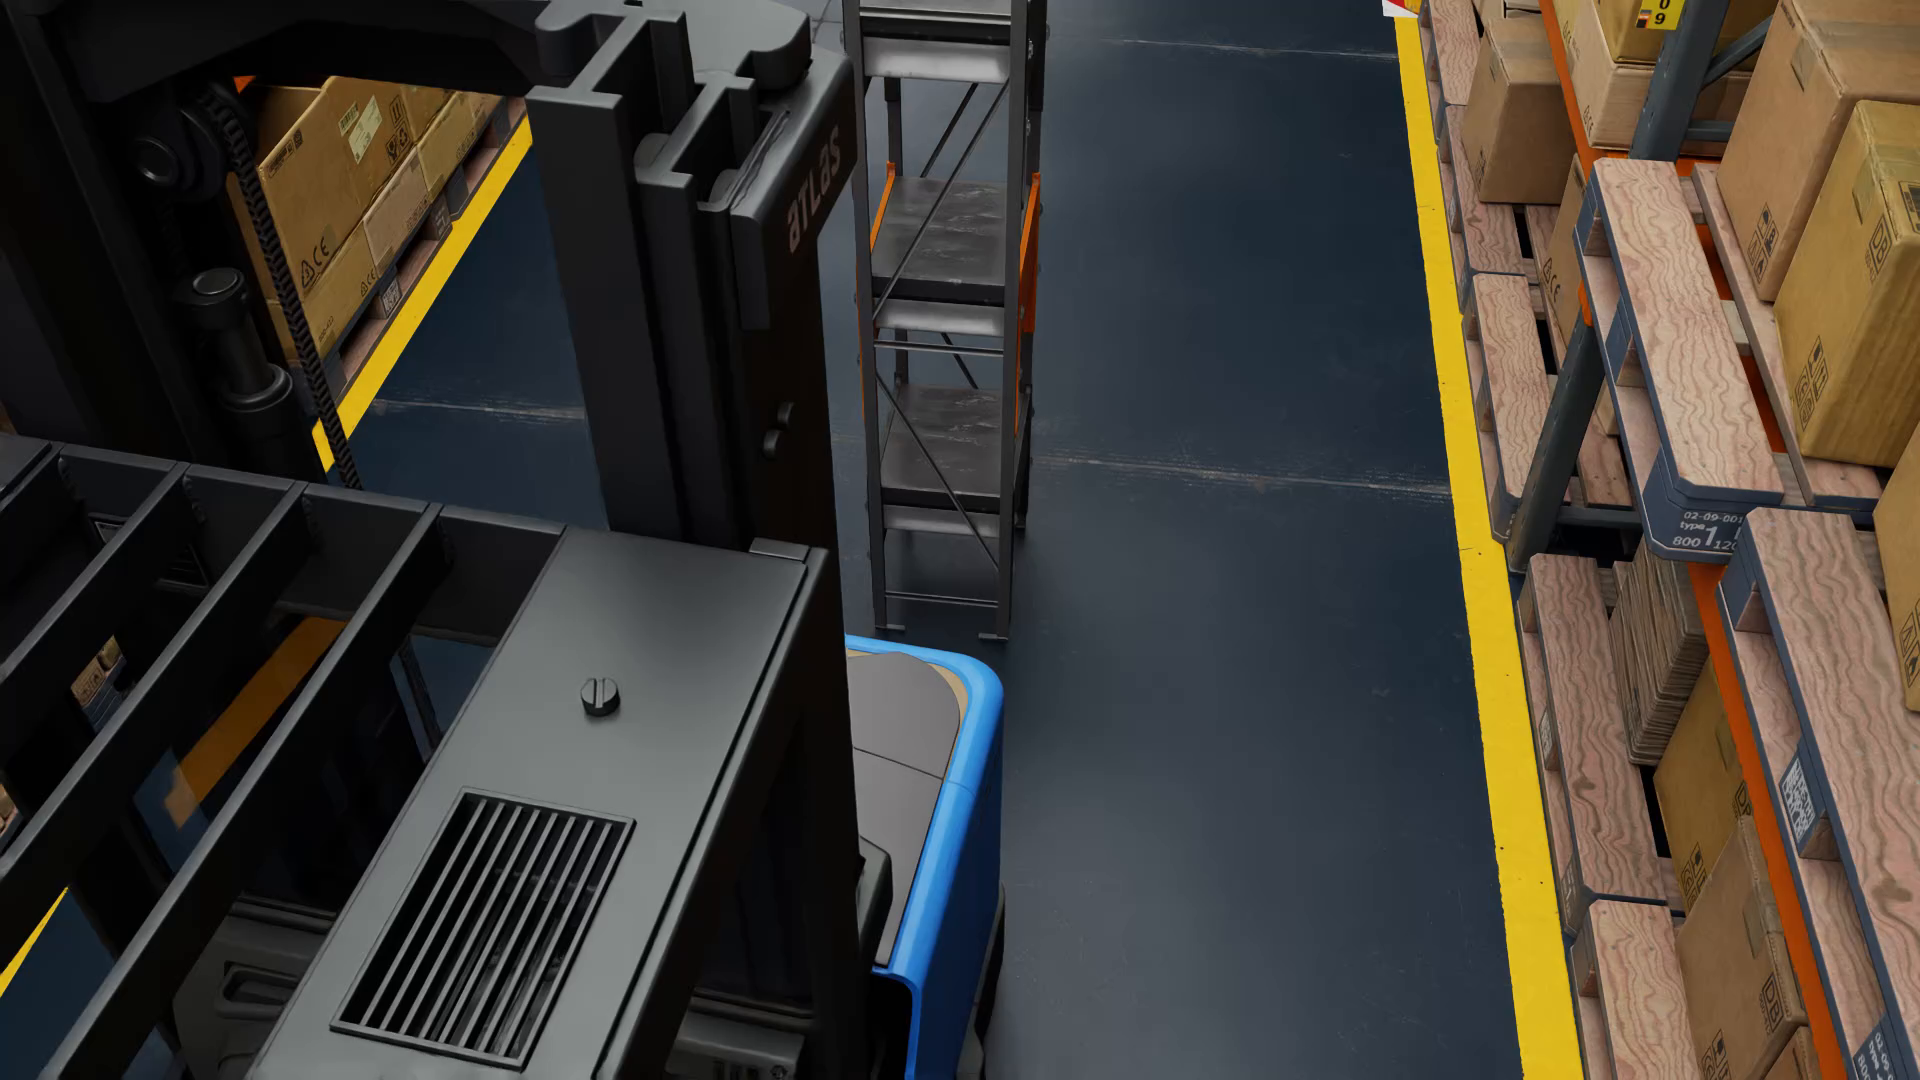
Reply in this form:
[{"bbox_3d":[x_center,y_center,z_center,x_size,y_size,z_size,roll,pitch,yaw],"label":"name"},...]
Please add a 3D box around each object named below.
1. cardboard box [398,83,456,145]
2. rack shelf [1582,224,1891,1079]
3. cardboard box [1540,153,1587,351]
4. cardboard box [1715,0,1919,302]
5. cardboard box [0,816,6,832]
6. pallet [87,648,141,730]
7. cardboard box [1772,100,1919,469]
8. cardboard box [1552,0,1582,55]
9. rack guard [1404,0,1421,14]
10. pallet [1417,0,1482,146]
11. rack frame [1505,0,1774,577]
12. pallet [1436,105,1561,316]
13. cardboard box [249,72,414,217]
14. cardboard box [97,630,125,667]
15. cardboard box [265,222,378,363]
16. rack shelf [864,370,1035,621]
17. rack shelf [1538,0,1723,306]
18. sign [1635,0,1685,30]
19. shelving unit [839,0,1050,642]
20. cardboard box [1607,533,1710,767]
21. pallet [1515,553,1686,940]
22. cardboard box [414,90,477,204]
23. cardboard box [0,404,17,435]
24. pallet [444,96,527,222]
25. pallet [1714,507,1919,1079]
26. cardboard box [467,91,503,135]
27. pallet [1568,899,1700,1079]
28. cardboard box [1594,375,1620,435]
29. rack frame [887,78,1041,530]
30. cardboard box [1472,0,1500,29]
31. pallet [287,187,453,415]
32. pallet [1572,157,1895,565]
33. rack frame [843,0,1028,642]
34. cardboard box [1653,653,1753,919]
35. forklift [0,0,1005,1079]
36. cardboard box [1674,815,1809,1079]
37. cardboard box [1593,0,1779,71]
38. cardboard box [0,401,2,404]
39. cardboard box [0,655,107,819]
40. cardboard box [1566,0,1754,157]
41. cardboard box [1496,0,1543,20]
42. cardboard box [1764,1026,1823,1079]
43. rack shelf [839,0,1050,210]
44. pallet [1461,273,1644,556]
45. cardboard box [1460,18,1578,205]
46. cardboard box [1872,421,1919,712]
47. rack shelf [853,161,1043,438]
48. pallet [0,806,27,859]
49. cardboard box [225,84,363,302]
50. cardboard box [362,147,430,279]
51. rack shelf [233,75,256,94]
[{"bbox_3d":[-2.207,-1.822,6.142,0.500,0.500,0.500,5,44,6],"label":"cardboard box"},{"bbox_3d":[1.935,0.645,2.910,1.077,0.370,4.000,5,44,6],"label":"rack shelf"},{"bbox_3d":[2.297,-0.942,5.561,0.500,0.500,0.500,2,43,2],"label":"cardboard box"},{"bbox_3d":[2.099,-0.831,3.553,0.700,0.500,0.500,5,44,6],"label":"cardboard box"},{"bbox_3d":[-2.683,0.768,3.951,0.500,0.250,0.500,6,44,6],"label":"cardboard box"},{"bbox_3d":[-2.770,0.092,5.000,1.003,0.211,1.213,5,44,6],"label":"pallet"},{"bbox_3d":[2.018,-0.451,3.152,0.700,0.500,0.500,9,44,10],"label":"cardboard box"},{"bbox_3d":[2.036,-1.621,4.875,0.500,0.250,0.500,5,44,6],"label":"cardboard box"},{"bbox_3d":[2.718,-2.745,7.786,1.175,0.500,0.348,5,44,6],"label":"rack guard"},{"bbox_3d":[2.576,-2.090,7.304,1.003,0.211,1.213,5,44,6],"label":"pallet"},{"bbox_3d":[2.200,-0.979,4.102,1.000,3.000,0.127,5,44,6],"label":"rack frame"},{"bbox_3d":[2.412,-1.261,6.428,1.003,0.211,1.213,5,44,6],"label":"pallet"},{"bbox_3d":[-2.281,-1.482,5.783,0.500,0.500,0.500,5,44,6],"label":"cardboard box"},{"bbox_3d":[-2.547,0.073,4.686,0.500,0.250,0.500,5,44,5],"label":"cardboard box"},{"bbox_3d":[-2.349,-0.869,5.681,0.500,0.250,0.500,5,44,6],"label":"cardboard box"},{"bbox_3d":[-0.022,-0.131,4.900,0.431,0.518,0.480,5,44,6],"label":"rack shelf"},{"bbox_3d":[2.464,-2.081,5.789,1.077,0.370,4.000,5,44,6],"label":"rack shelf"},{"bbox_3d":[1.661,-1.337,3.851,0.100,0.325,0.005,5,44,6],"label":"sign"},{"bbox_3d":[-0.022,-0.650,4.409,0.431,2.100,0.503,5,44,6],"label":"shelving unit"},{"bbox_3d":[2.119,0.272,4.279,0.700,0.500,0.500,7,44,7],"label":"cardboard box"},{"bbox_3d":[2.098,0.564,4.500,1.003,0.211,1.213,5,44,6],"label":"pallet"},{"bbox_3d":[-2.207,-1.550,6.399,0.500,0.250,0.500,5,44,6],"label":"cardboard box"},{"bbox_3d":[-2.543,-0.127,4.489,0.500,0.311,0.500,6,44,7],"label":"cardboard box"},{"bbox_3d":[-2.406,-1.786,6.983,1.003,0.211,1.213,5,44,6],"label":"pallet"},{"bbox_3d":[1.892,0.464,2.718,1.003,0.211,1.213,5,44,6],"label":"pallet"},{"bbox_3d":[-2.147,-1.891,6.760,0.500,0.250,0.500,5,44,6],"label":"cardboard box"},{"bbox_3d":[1.939,1.398,3.620,1.003,0.211,1.213,5,44,6],"label":"pallet"},{"bbox_3d":[2.241,-0.477,5.313,0.380,0.166,0.250,0,43,0],"label":"cardboard box"},{"bbox_3d":[0.010,-0.816,4.585,0.400,2.100,0.015,5,44,6],"label":"rack frame"},{"bbox_3d":[2.548,-2.425,7.265,0.500,0.311,0.500,1,43,1],"label":"cardboard box"},{"bbox_3d":[-2.564,-0.952,6.102,1.003,0.211,1.213,5,44,6],"label":"pallet"},{"bbox_3d":[1.954,-0.402,3.632,1.003,0.211,1.213,5,44,6],"label":"pallet"},{"bbox_3d":[-0.054,-0.483,4.233,0.400,2.100,0.015,5,44,6],"label":"rack frame"},{"bbox_3d":[2.100,0.629,3.902,0.700,0.500,0.500,4,44,5],"label":"cardboard box"},{"bbox_3d":[-0.722,0.877,2.192,1.130,2.935,3.031,9,44,9],"label":"forklift"},{"bbox_3d":[1.993,0.973,3.539,0.700,0.500,0.500,6,44,6],"label":"cardboard box"},{"bbox_3d":[1.956,-1.554,4.259,0.500,0.500,0.500,5,44,5],"label":"cardboard box"},{"bbox_3d":[-2.480,-0.482,4.864,0.500,0.311,0.500,5,44,6],"label":"cardboard box"},{"bbox_3d":[-2.614,0.422,4.318,0.500,0.250,0.500,6,44,6],"label":"cardboard box"},{"bbox_3d":[1.962,-1.282,4.517,0.500,0.250,0.500,5,44,6],"label":"cardboard box"},{"bbox_3d":[2.472,-2.036,6.855,0.500,0.311,0.500,9,44,9],"label":"cardboard box"},{"bbox_3d":[1.935,1.318,3.174,0.700,0.500,0.500,5,44,5],"label":"cardboard box"},{"bbox_3d":[-0.022,-1.148,3.937,0.431,0.518,0.480,5,44,6],"label":"rack shelf"},{"bbox_3d":[2.253,-0.427,5.548,1.003,0.211,1.213,5,44,6],"label":"pallet"},{"bbox_3d":[2.326,-1.610,6.266,0.700,0.500,0.500,3,44,3],"label":"cardboard box"},{"bbox_3d":[1.961,0.001,2.675,0.700,0.500,0.500,11,45,11],"label":"cardboard box"},{"bbox_3d":[-0.022,-0.640,4.418,0.431,0.518,0.480,5,44,6],"label":"rack shelf"},{"bbox_3d":[-2.929,0.925,4.119,1.003,0.211,1.213,5,44,6],"label":"pallet"},{"bbox_3d":[-2.339,-1.141,5.422,0.500,0.500,0.500,5,44,6],"label":"cardboard box"},{"bbox_3d":[-2.278,-1.209,6.040,0.500,0.250,0.500,5,44,6],"label":"cardboard box"},{"bbox_3d":[-2.447,-2.528,6.262,1.077,0.370,4.000,5,44,6],"label":"rack shelf"}]
